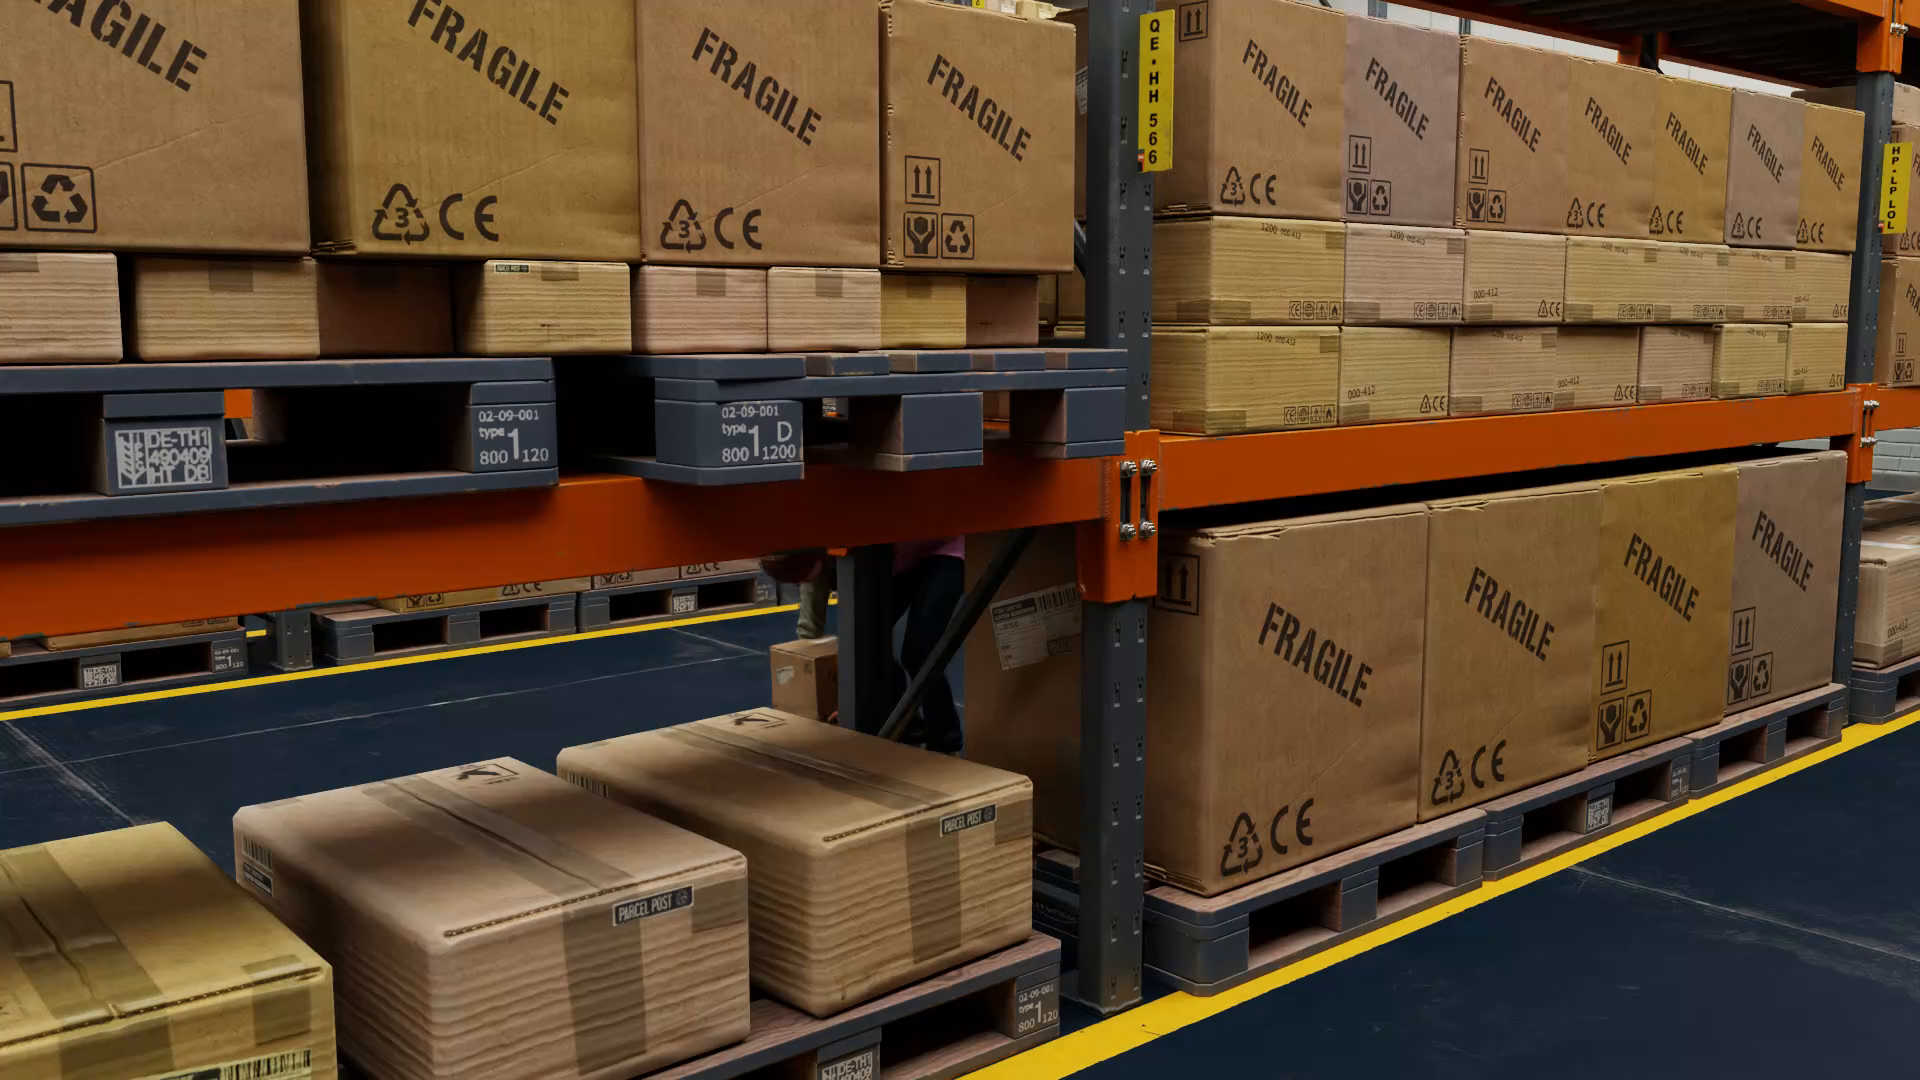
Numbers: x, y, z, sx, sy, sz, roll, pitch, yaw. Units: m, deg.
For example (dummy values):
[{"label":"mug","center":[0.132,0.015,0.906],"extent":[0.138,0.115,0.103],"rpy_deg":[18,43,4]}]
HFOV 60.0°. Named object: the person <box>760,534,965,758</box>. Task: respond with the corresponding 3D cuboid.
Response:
[{"label":"person","center":[-0.308,0.335,5.619],"extent":[0.871,0.990,0.400],"rpy_deg":[-7,10,-43]}]
